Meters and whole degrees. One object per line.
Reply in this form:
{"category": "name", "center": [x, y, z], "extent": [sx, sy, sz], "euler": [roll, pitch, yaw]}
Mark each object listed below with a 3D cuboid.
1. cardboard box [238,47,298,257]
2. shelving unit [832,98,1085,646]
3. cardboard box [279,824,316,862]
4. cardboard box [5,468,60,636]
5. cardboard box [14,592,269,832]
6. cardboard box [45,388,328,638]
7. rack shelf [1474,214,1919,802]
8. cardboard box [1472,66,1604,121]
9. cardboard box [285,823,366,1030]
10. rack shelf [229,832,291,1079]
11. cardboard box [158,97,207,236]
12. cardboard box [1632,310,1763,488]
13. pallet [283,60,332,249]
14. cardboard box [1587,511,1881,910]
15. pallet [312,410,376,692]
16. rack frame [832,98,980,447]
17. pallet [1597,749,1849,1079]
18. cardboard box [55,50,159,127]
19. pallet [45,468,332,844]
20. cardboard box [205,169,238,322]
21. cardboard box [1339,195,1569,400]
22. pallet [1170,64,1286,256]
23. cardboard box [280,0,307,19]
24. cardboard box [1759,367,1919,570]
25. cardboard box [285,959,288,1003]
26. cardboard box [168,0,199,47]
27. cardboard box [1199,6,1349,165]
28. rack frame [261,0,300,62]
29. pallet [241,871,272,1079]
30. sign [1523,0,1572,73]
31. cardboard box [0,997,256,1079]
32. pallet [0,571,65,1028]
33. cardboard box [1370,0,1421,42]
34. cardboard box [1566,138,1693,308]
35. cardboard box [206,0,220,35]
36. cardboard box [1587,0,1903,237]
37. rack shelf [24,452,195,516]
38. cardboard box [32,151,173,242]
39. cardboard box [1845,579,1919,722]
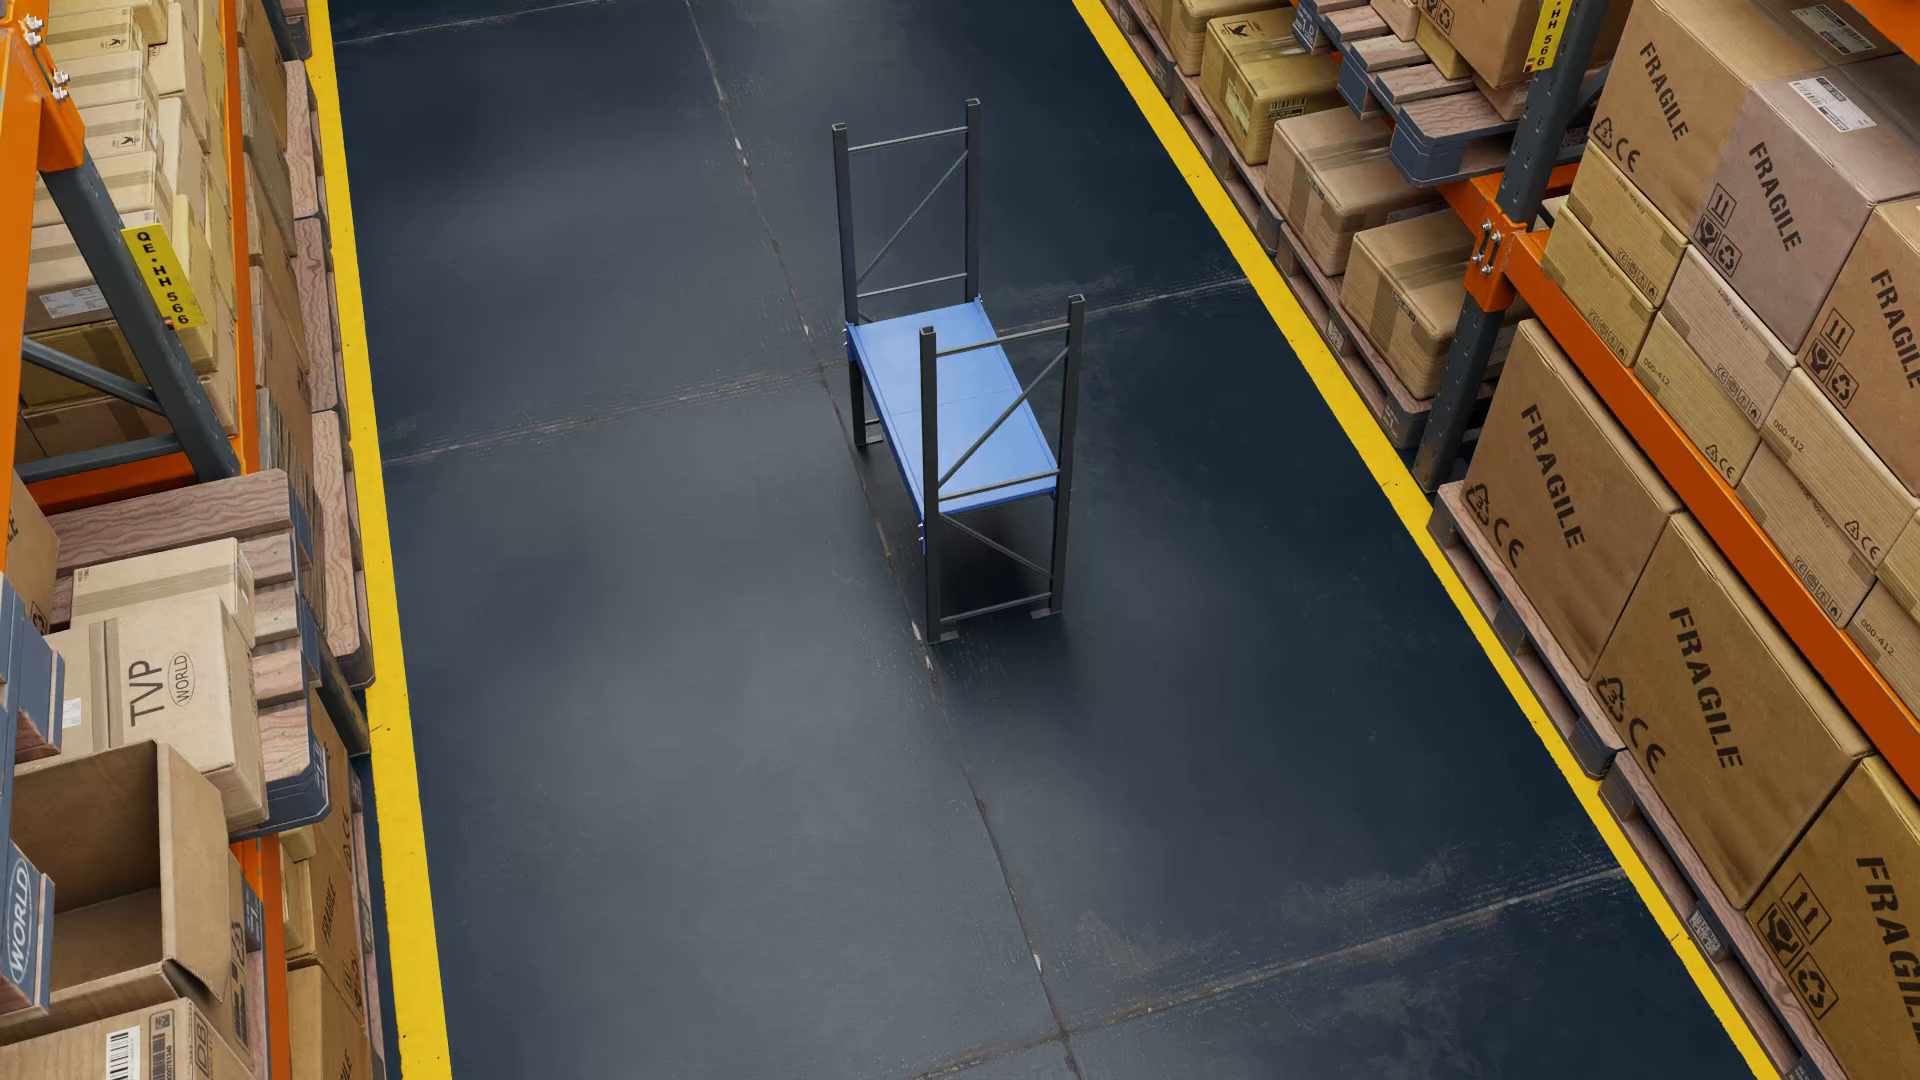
{"category": "cardboard box", "center": [-3.288, -1.516, 6.844], "extent": [0.875, 0.625, 0.625], "euler": [-14, 51, -11]}
{"category": "shelving unit", "center": [-0.025, -0.546, 5.729], "extent": [0.538, 1.500, 1.048], "euler": [-13, 51, -11]}
{"category": "cardboard box", "center": [-1.994, 0.786, 4.562], "extent": [0.380, 0.149, 0.250], "euler": [-16, 52, -13]}
{"category": "cardboard box", "center": [-2.489, 0.072, 3.887], "extent": [0.500, 0.500, 0.500], "euler": [-11, 51, -9]}
{"category": "cardboard box", "center": [-1.871, 0.439, 3.741], "extent": [0.500, 0.250, 0.500], "euler": [-15, 52, -13]}
{"category": "cardboard box", "center": [-2.663, 0.000, 5.566], "extent": [0.875, 0.625, 0.625], "euler": [-12, 51, -10]}
{"category": "rack shelf", "center": [2.840, 0.396, 4.424], "extent": [1.077, 0.370, 4.000], "euler": [-13, 51, -11]}
{"category": "cardboard box", "center": [1.927, -1.537, 5.473], "extent": [0.380, 0.149, 0.250], "euler": [-12, 51, -10]}
{"category": "cardboard box", "center": [-2.024, 1.127, 4.698], "extent": [0.500, 0.500, 0.500], "euler": [-14, 51, -12]}
{"category": "rack shelf", "center": [-1.901, 1.521, 3.476], "extent": [1.077, 0.370, 4.000], "euler": [-13, 51, -11]}
{"category": "cardboard box", "center": [-2.537, -1.029, 4.927], "extent": [0.500, 0.250, 0.500], "euler": [-12, 51, -10]}
{"category": "cardboard box", "center": [2.322, -0.463, 4.776], "extent": [0.500, 0.250, 0.500], "euler": [-15, 51, -12]}
{"category": "pallet", "center": [-3.420, -1.665, 7.515], "extent": [1.003, 0.211, 1.213], "euler": [-13, 51, -11]}
{"category": "cardboard box", "center": [2.633, 0.429, 5.042], "extent": [0.875, 0.875, 0.875], "euler": [-13, 51, -11]}
{"category": "pallet", "center": [-2.698, 0.117, 6.013], "extent": [1.003, 0.211, 1.213], "euler": [-13, 51, -11]}
{"category": "rack frame", "center": [-0.176, -0.917, 6.042], "extent": [0.500, 1.500, 0.032], "euler": [-13, 51, -11]}
{"category": "pallet", "center": [2.767, 1.085, 5.197], "extent": [1.003, 0.211, 1.213], "euler": [-13, 51, -11]}
{"category": "cardboard box", "center": [-2.575, -1.277, 4.875], "extent": [0.380, 0.149, 0.250], "euler": [-13, 51, -11]}
{"category": "pallet", "center": [-2.224, 0.370, 4.102], "extent": [1.213, 0.211, 1.003], "euler": [-13, 51, -11]}
{"category": "cardboard box", "center": [-2.534, -0.871, 5.120], "extent": [0.500, 0.250, 0.500], "euler": [-14, 51, -12]}
{"category": "cardboard box", "center": [2.091, -1.000, 6.575], "extent": [0.950, 0.372, 0.625], "euler": [-16, 52, -13]}
{"category": "pallet", "center": [1.662, -1.858, 7.678], "extent": [1.003, 0.211, 1.213], "euler": [-13, 51, -11]}
{"category": "cardboard box", "center": [-3.502, -2.770, 8.147], "extent": [0.500, 0.250, 0.500], "euler": [-13, 51, -11]}
{"category": "cardboard box", "center": [2.450, -0.239, 4.260], "extent": [0.500, 0.250, 0.500], "euler": [-13, 51, -11]}
{"category": "cardboard box", "center": [-1.923, 1.191, 4.220], "extent": [0.380, 0.149, 0.250], "euler": [-12, 51, -10]}
{"category": "cardboard box", "center": [-2.850, -1.783, 5.562], "extent": [0.500, 0.250, 0.500], "euler": [-13, 51, -10]}
{"category": "cardboard box", "center": [1.646, -2.092, 7.496], "extent": [0.950, 0.372, 0.625], "euler": [-12, 51, -10]}
{"category": "rack frame", "center": [-3.675, -3.093, 6.895], "extent": [1.000, 3.000, 0.127], "euler": [-13, 51, -11]}
{"category": "pallet", "center": [-1.912, 1.310, 3.309], "extent": [1.003, 0.211, 1.213], "euler": [-13, 51, -11]}
{"category": "sign", "center": [1.733, -1.514, 4.859], "extent": [0.100, 0.325, 0.005], "euler": [-13, 51, -11]}
{"category": "cardboard box", "center": [-1.624, 1.227, 2.913], "extent": [0.700, 0.500, 0.500], "euler": [-14, 51, -11]}
{"category": "pallet", "center": [-1.745, 0.595, 1.947], "extent": [1.213, 0.211, 1.003], "euler": [-13, 51, -11]}
{"category": "cardboard box", "center": [1.661, -1.890, 5.771], "extent": [0.380, 0.149, 0.250], "euler": [-14, 51, -11]}
{"category": "cardboard box", "center": [2.162, -0.983, 4.888], "extent": [0.500, 0.250, 0.500], "euler": [-14, 51, -11]}
{"category": "cardboard box", "center": [-3.004, -2.000, 6.072], "extent": [0.500, 0.250, 0.500], "euler": [-13, 51, -11]}
{"category": "cardboard box", "center": [2.161, -1.235, 4.610], "extent": [0.500, 0.500, 0.500], "euler": [-15, 51, -12]}
{"category": "rack shelf", "center": [-3.083, -1.463, 5.864], "extent": [0.919, 0.124, 3.809], "euler": [-13, 51, -11]}
{"category": "cardboard box", "center": [-2.385, -0.907, 4.563], "extent": [0.380, 0.149, 0.250], "euler": [-12, 51, -10]}
{"category": "cardboard box", "center": [2.621, 0.282, 4.149], "extent": [0.500, 0.250, 0.500], "euler": [-13, 51, -11]}
